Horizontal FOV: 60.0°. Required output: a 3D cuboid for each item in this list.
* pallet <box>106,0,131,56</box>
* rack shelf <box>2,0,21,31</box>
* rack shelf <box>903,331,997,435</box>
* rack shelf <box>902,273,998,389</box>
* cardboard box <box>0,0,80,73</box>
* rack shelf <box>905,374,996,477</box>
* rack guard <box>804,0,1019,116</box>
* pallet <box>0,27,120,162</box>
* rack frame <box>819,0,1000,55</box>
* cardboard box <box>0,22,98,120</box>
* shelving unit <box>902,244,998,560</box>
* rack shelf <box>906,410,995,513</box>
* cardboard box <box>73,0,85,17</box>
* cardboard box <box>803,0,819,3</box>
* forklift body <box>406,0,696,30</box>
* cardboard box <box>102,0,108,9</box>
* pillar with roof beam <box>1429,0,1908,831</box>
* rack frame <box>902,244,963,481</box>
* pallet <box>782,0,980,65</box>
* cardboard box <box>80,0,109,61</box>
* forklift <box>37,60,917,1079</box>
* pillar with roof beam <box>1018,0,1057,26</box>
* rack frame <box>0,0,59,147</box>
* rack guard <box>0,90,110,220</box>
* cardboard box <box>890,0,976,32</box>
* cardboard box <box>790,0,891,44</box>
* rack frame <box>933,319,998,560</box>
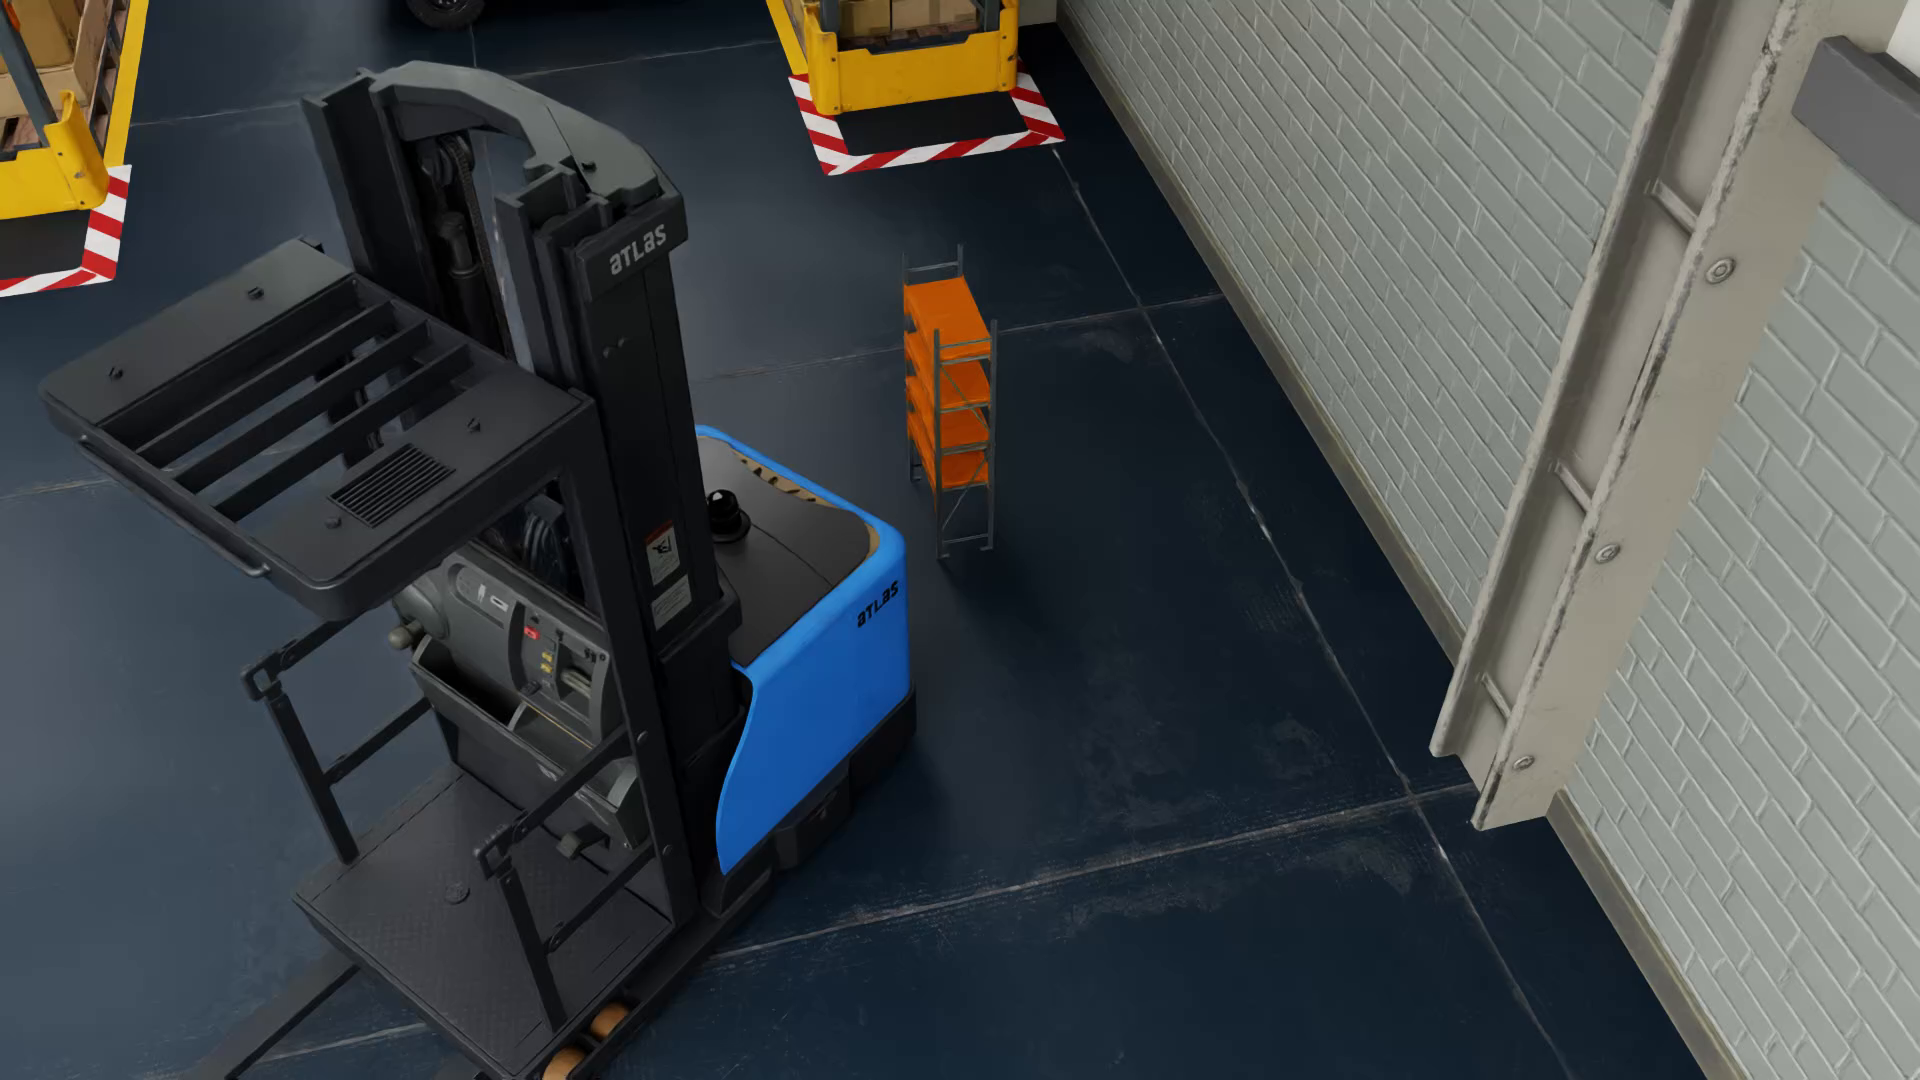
[{"bbox_3d":[-5.572,-3.239,10.027,1.003,0.211,1.213,-11,47,-10],"label":"pallet"},{"bbox_3d":[-5.582,-3.884,9.210,1.077,0.370,4.000,-11,47,-10],"label":"rack shelf"},{"bbox_3d":[-0.042,-0.644,6.572,0.258,0.148,0.480,-11,47,-10],"label":"rack shelf"},{"bbox_3d":[-0.042,-0.809,6.404,0.258,0.148,0.480,-11,47,-10],"label":"rack shelf"},{"bbox_3d":[-5.016,-2.826,8.776,0.500,0.500,0.500,-12,47,-12],"label":"cardboard box"},{"bbox_3d":[-0.042,-0.487,6.732,0.258,0.148,0.480,-11,47,-10],"label":"rack shelf"},{"bbox_3d":[-0.267,-2.773,9.369,1.175,0.500,0.348,-11,47,-10],"label":"rack guard"},{"bbox_3d":[-5.264,-2.399,9.204,1.003,0.211,1.213,-11,47,-10],"label":"pallet"},{"bbox_3d":[-0.273,-3.665,8.492,1.000,3.000,0.127,-11,47,-10],"label":"rack frame"},{"bbox_3d":[-5.010,-2.547,9.028,0.500,0.250,0.500,-11,47,-11],"label":"cardboard box"},{"bbox_3d":[-0.042,-0.534,6.684,0.258,1.200,0.503,-11,47,-10],"label":"shelving unit"},{"bbox_3d":[-0.042,-0.348,6.874,0.258,0.148,0.480,-11,47,-10],"label":"rack shelf"},{"bbox_3d":[-5.154,-3.186,9.129,0.500,0.500,0.500,-12,47,-12],"label":"cardboard box"},{"bbox_3d":[-0.700,-3.303,9.419,0.500,0.250,0.500,-11,47,-11],"label":"cardboard box"},{"bbox_3d":[-2.522,-4.343,9.751,2.313,2.155,1.214,-11,47,-10],"label":"forklift body"},{"bbox_3d":[-5.285,-3.275,9.741,0.500,0.250,0.500,-8,46,-8],"label":"cardboard box"},{"bbox_3d":[-2.206,-1.481,2.151,9.100,9.000,0.400,-11,47,-10],"label":"pillar with roof beam"},{"bbox_3d":[-0.105,-0.703,6.849,0.240,1.200,0.015,-11,47,-10],"label":"rack frame"},{"bbox_3d":[-0.509,-3.209,9.998,1.003,0.211,1.213,-11,47,-10],"label":"pallet"},{"bbox_3d":[-5.133,-2.901,9.374,0.500,0.250,0.500,-9,46,-9],"label":"cardboard box"},{"bbox_3d":[-1.456,0.334,4.621,1.130,2.935,3.031,29,52,25],"label":"forklift"},{"bbox_3d":[-3.742,-5.623,6.211,9.100,9.000,0.400,-11,47,-10],"label":"pillar with roof beam"},{"bbox_3d":[-5.070,-2.755,7.600,1.000,3.000,0.127,-11,47,-10],"label":"rack frame"},{"bbox_3d":[-5.090,-1.932,8.544,1.175,0.500,0.348,-11,47,-10],"label":"rack guard"},{"bbox_3d":[-0.210,-3.224,9.692,0.500,0.250,0.500,-11,47,-10],"label":"cardboard box"},{"bbox_3d":[-0.699,-3.116,9.585,0.500,0.250,0.500,-10,46,-10],"label":"cardboard box"},{"bbox_3d":[0.020,-0.366,6.519,0.240,1.200,0.015,-11,47,-10],"label":"rack frame"}]
